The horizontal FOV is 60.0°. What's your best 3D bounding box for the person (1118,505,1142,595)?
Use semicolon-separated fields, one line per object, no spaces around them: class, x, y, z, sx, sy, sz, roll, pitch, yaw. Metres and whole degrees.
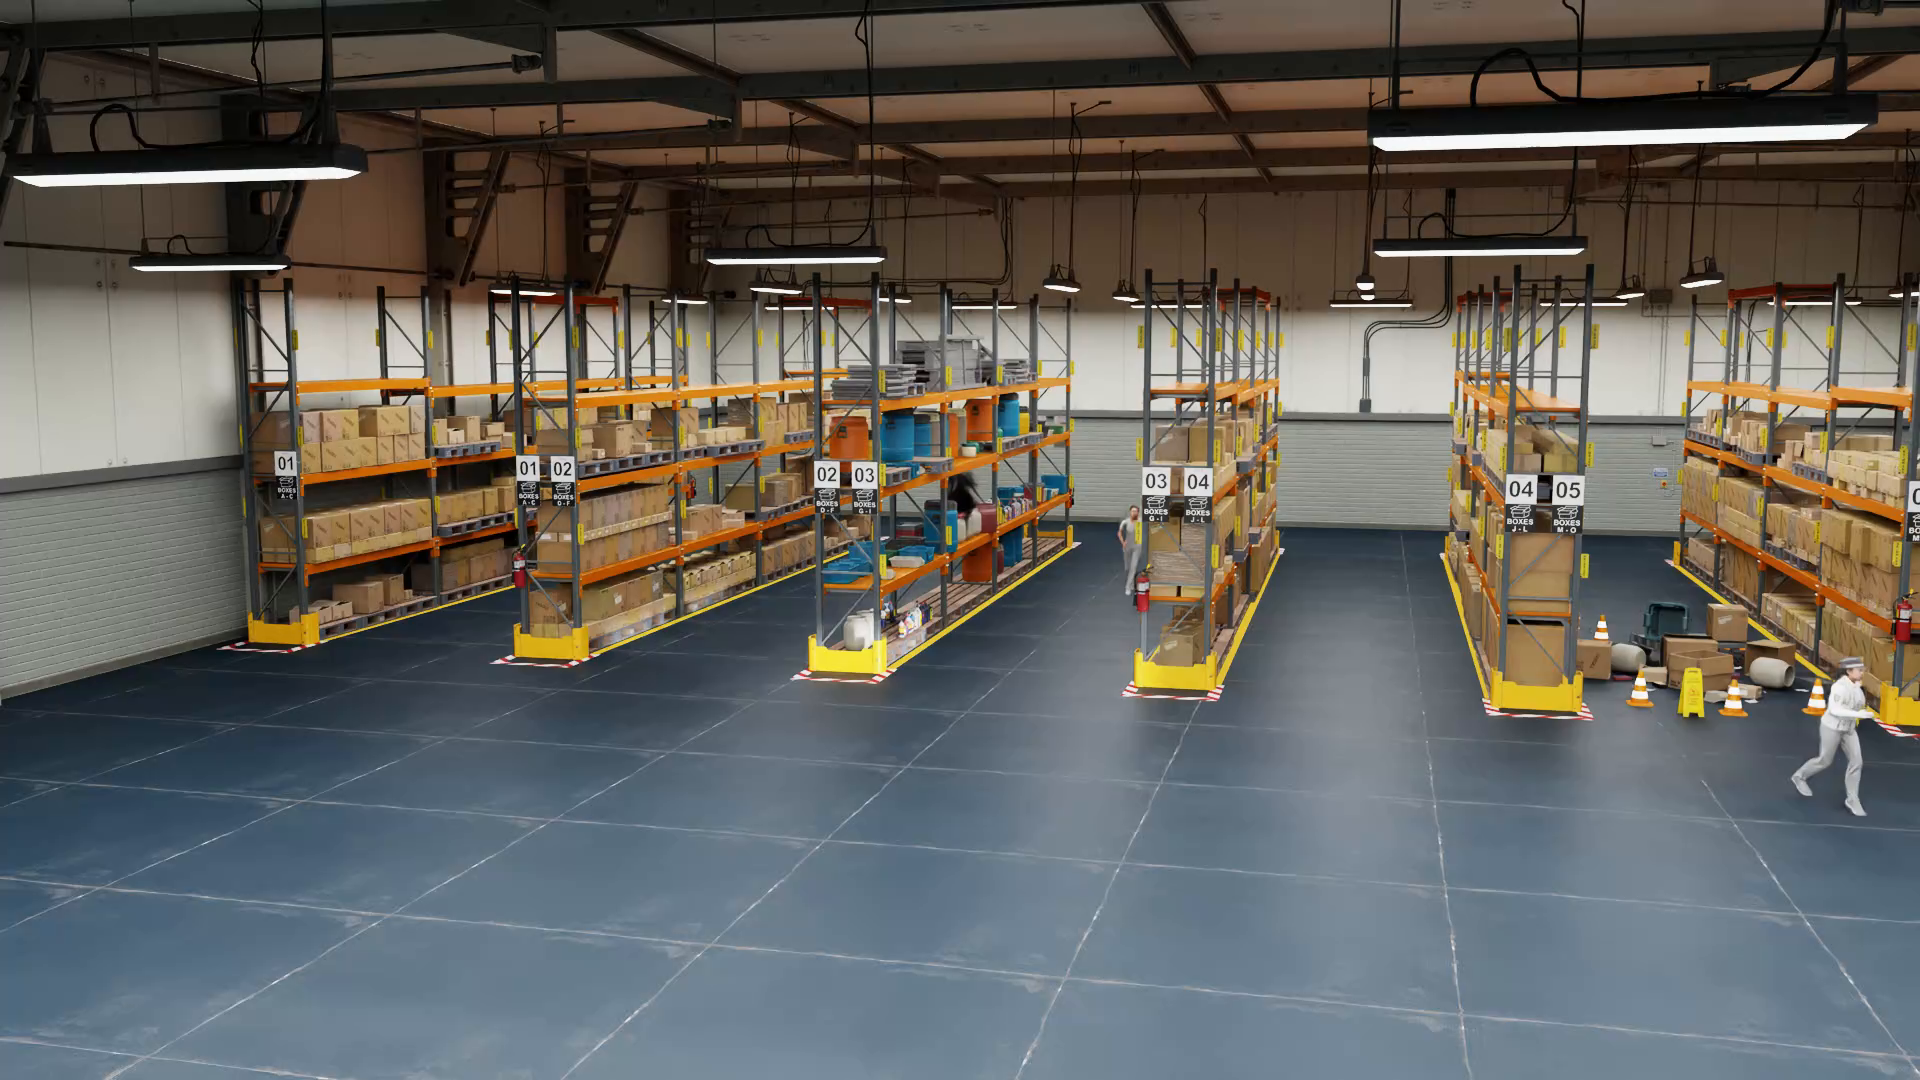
person;3.256;0.171;31.182;0.589;1.659;0.713;1;7;8

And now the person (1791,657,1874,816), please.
person;9.389;2.064;17.856;0.629;1.734;0.894;-4;8;-30
